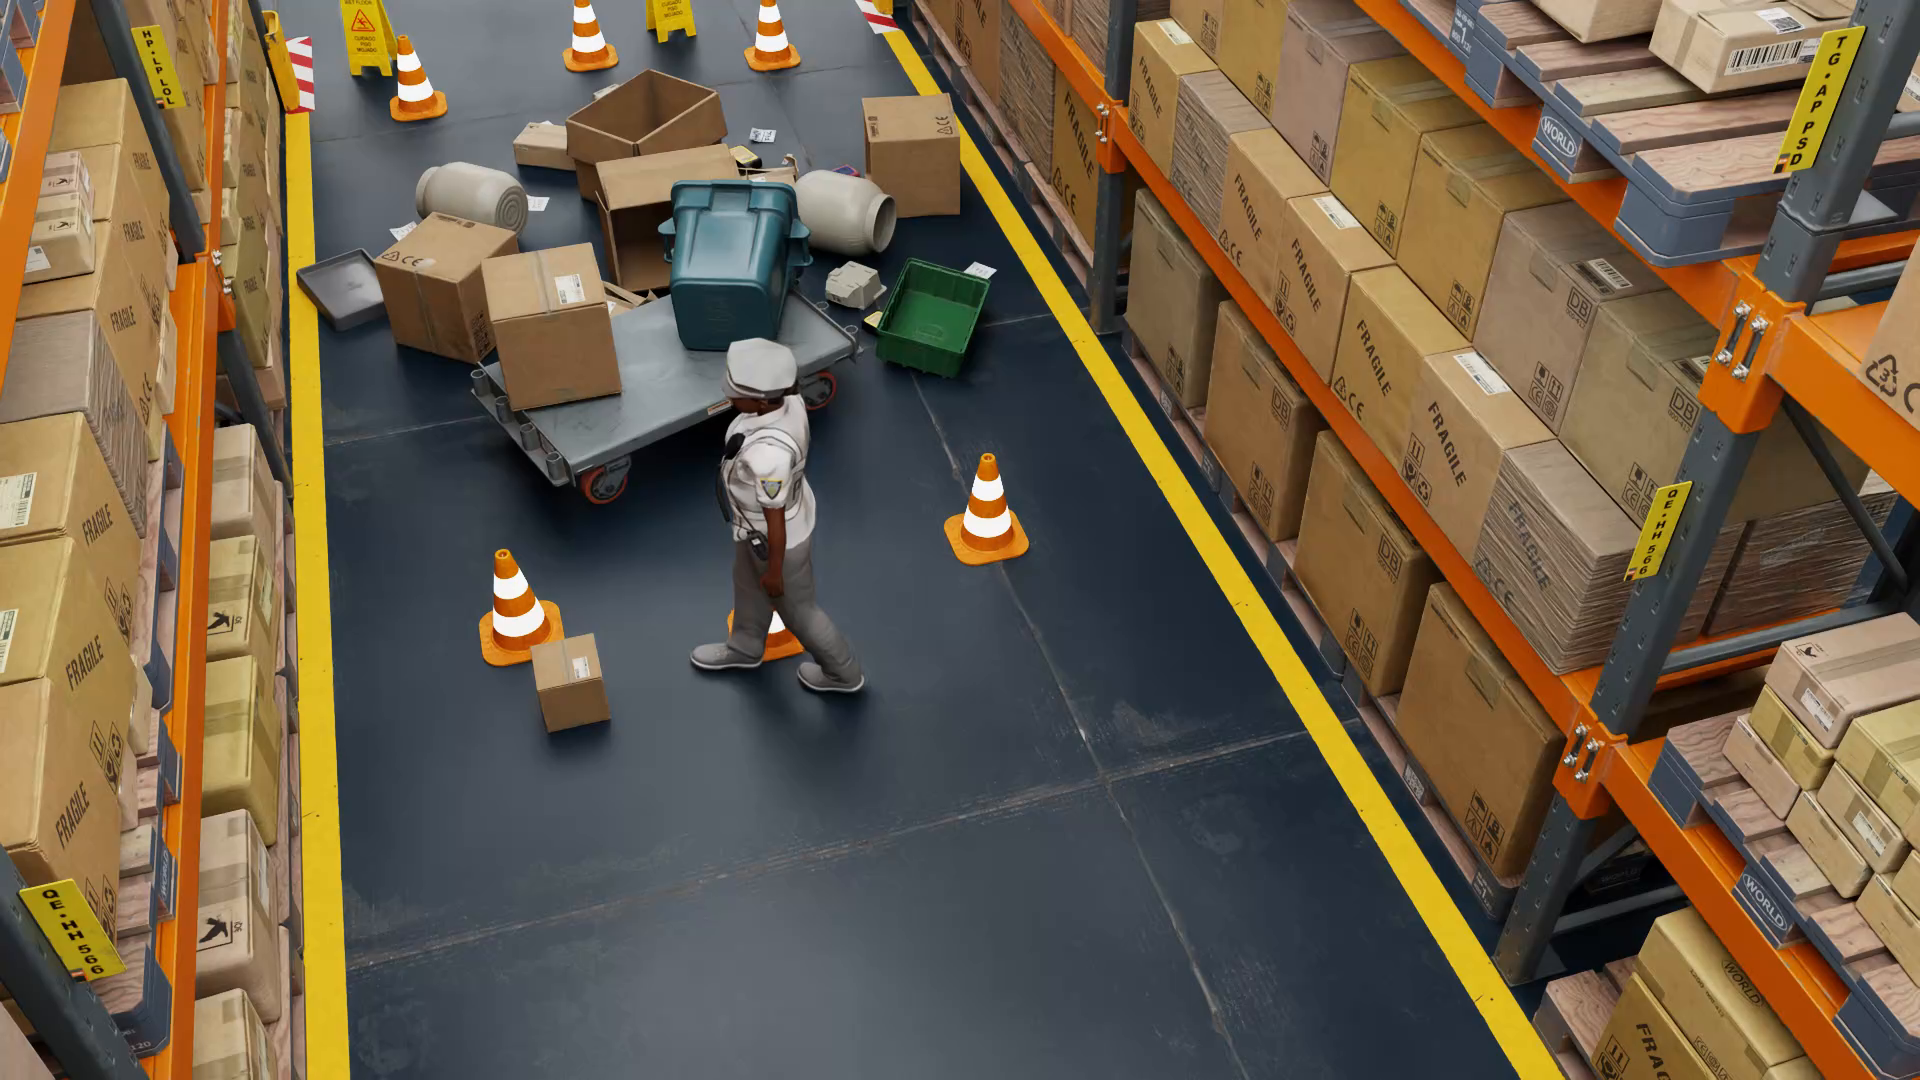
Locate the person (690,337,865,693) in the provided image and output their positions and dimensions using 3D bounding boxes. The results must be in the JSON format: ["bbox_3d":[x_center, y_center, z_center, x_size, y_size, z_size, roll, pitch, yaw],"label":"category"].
[{"bbox_3d":[-0.742,-0.050,6.203,0.719,1.654,0.479,0,42,0],"label":"person"}]
